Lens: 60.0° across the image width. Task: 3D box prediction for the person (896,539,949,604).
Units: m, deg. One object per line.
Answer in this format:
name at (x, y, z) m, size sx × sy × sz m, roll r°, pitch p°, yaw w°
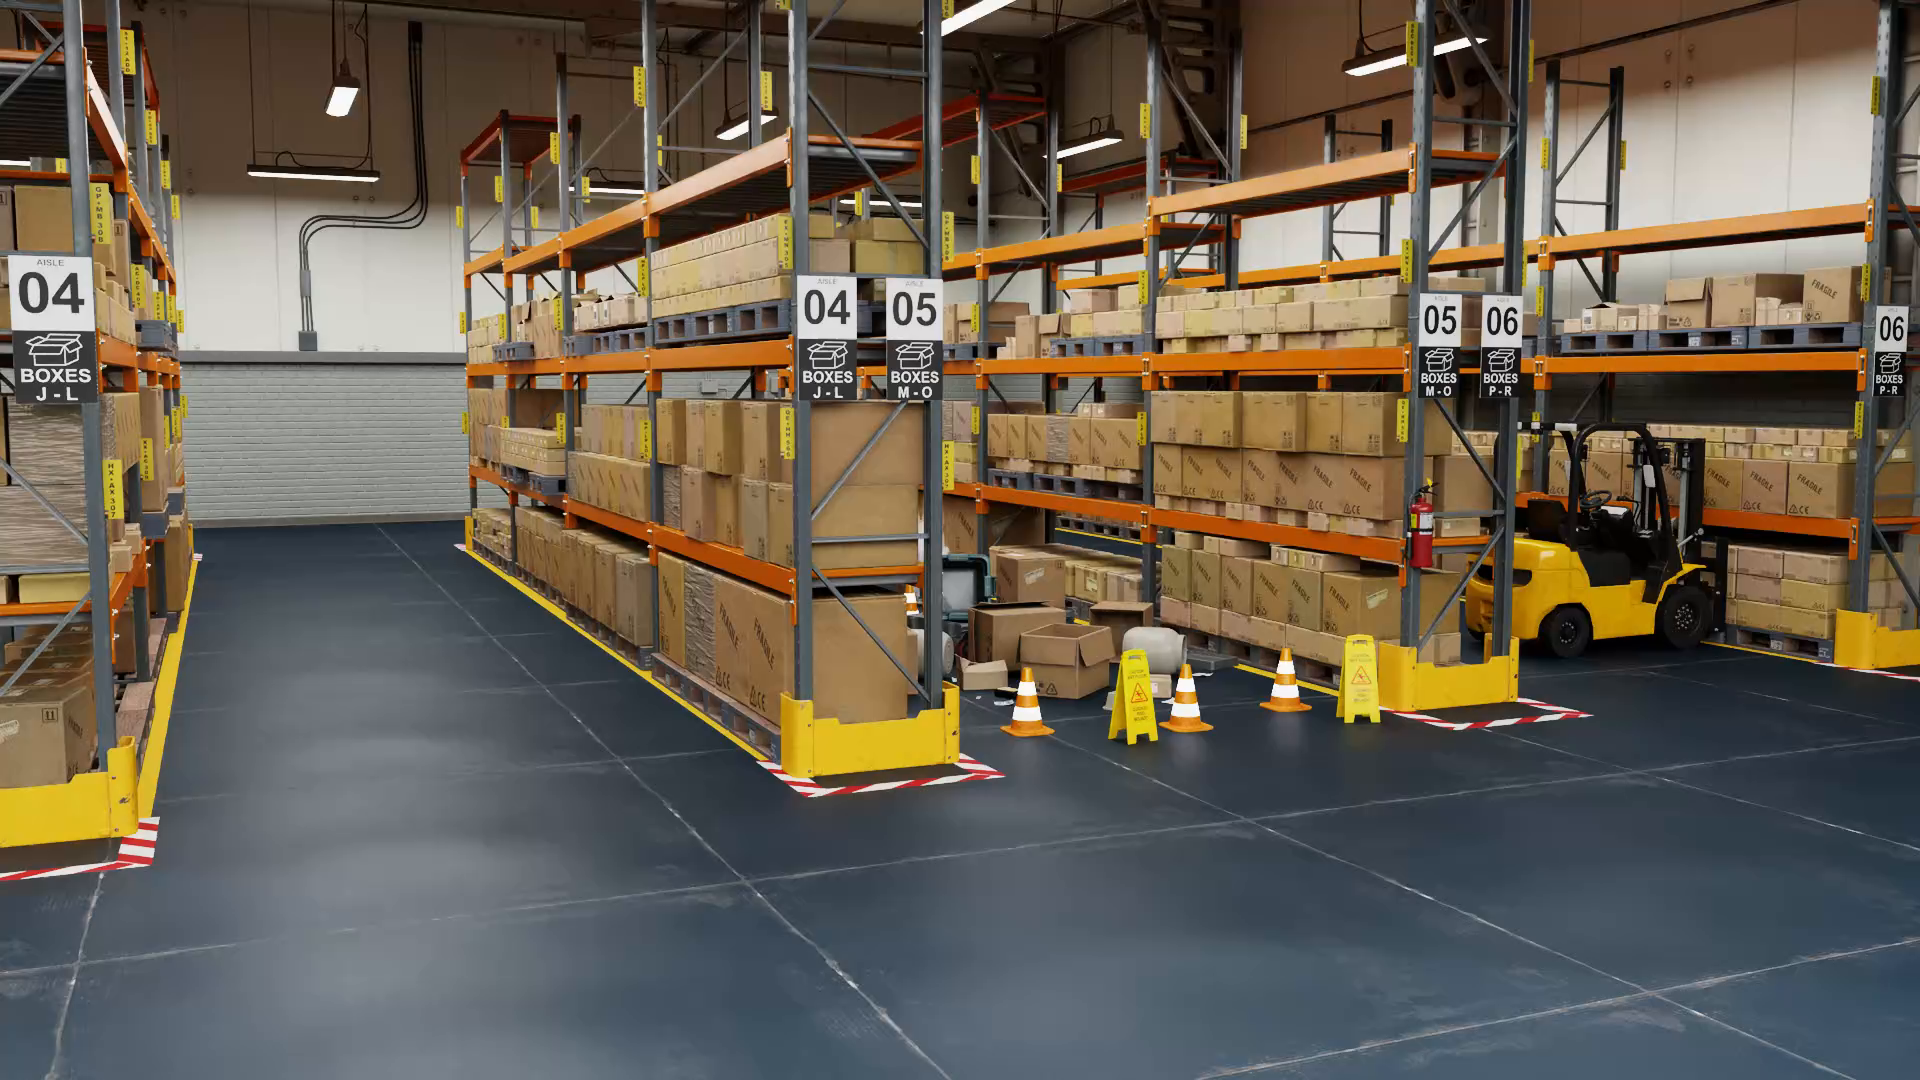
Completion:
person at (-0.468, 0.337, 19.275) m, size 0.534 × 0.857 × 1.007 m, roll -2°, pitch 6°, yaw -25°
